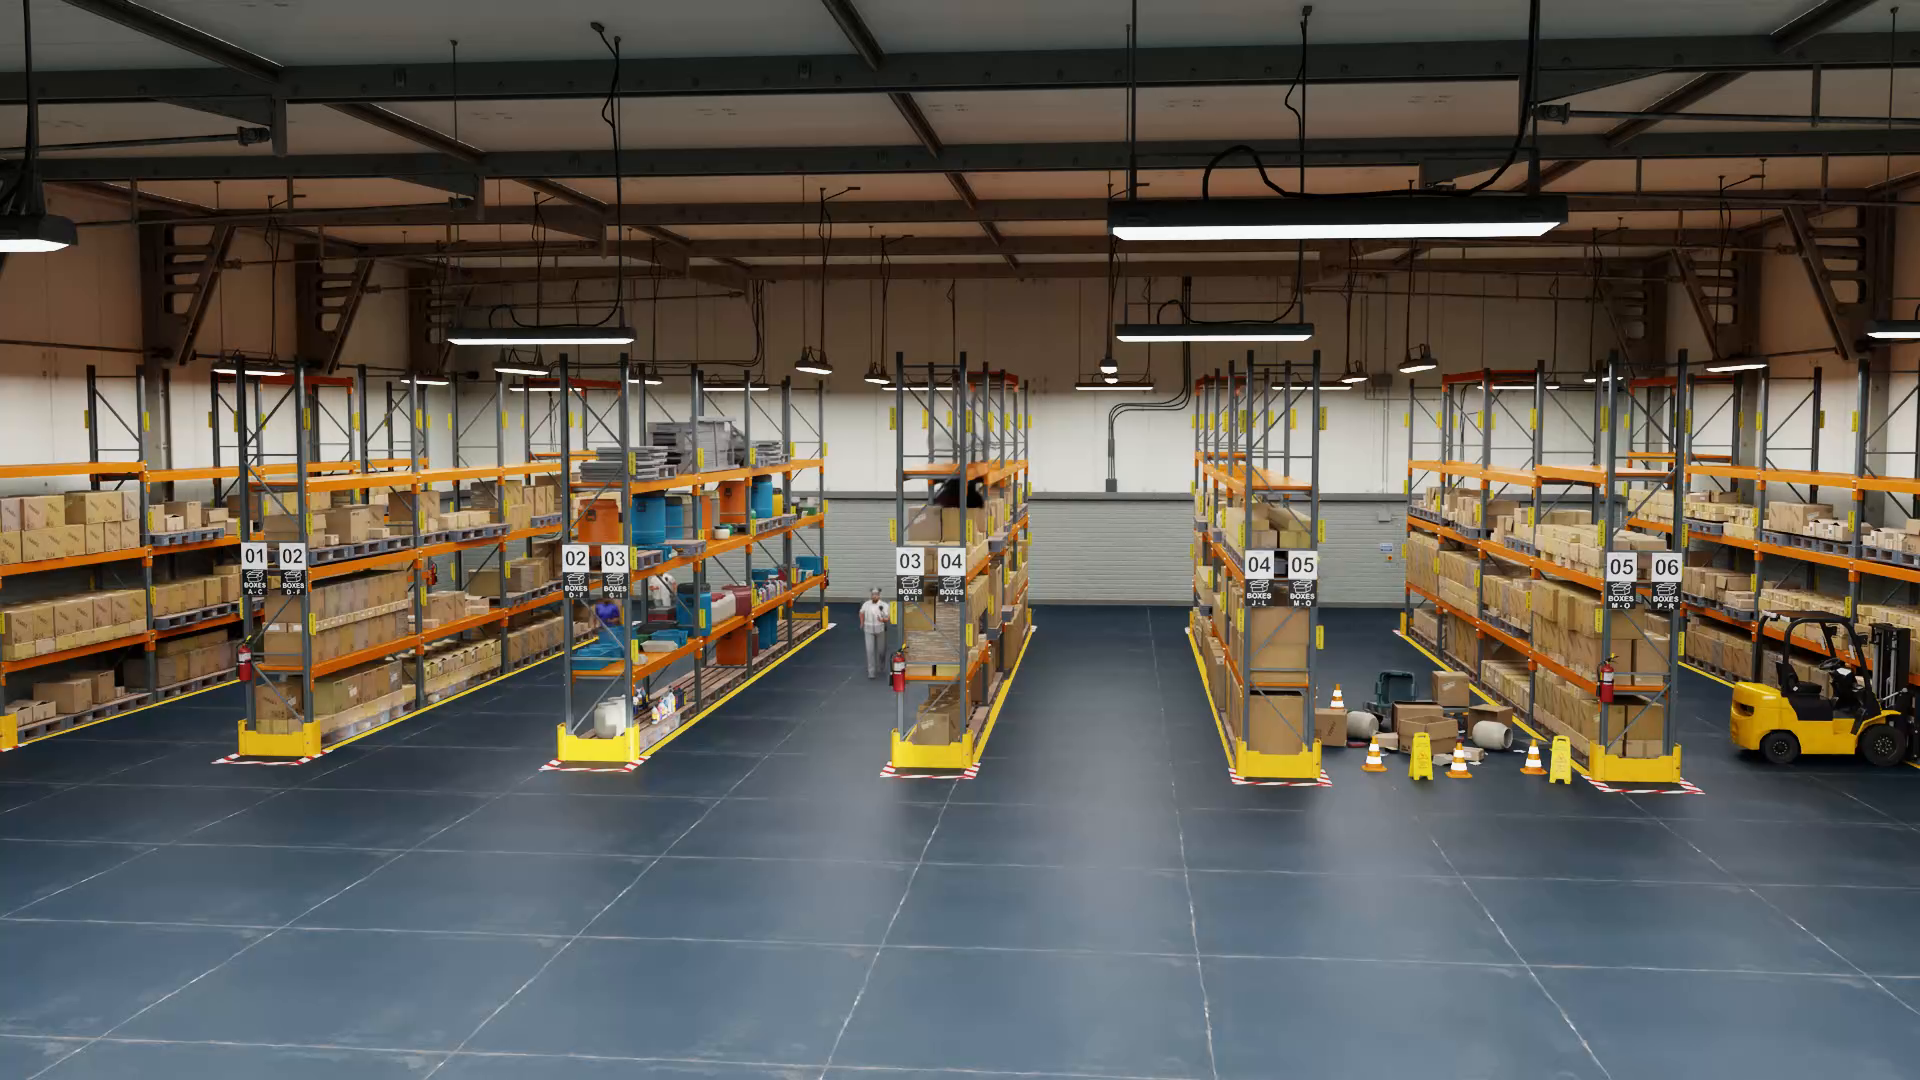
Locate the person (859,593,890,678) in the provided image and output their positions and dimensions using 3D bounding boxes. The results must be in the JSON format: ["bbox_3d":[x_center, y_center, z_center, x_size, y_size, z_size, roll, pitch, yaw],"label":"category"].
[{"bbox_3d":[-1.666,1.816,32.698,0.673,1.699,0.944,0,4,2],"label":"person"}]

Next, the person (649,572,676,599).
[{"bbox_3d":[-6.962,1.432,38.866,0.585,1.700,0.759,0,4,1],"label":"person"}]

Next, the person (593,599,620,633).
[{"bbox_3d":[-6.974,1.424,32.721,0.542,0.826,0.636,-1,4,-8],"label":"person"}]
